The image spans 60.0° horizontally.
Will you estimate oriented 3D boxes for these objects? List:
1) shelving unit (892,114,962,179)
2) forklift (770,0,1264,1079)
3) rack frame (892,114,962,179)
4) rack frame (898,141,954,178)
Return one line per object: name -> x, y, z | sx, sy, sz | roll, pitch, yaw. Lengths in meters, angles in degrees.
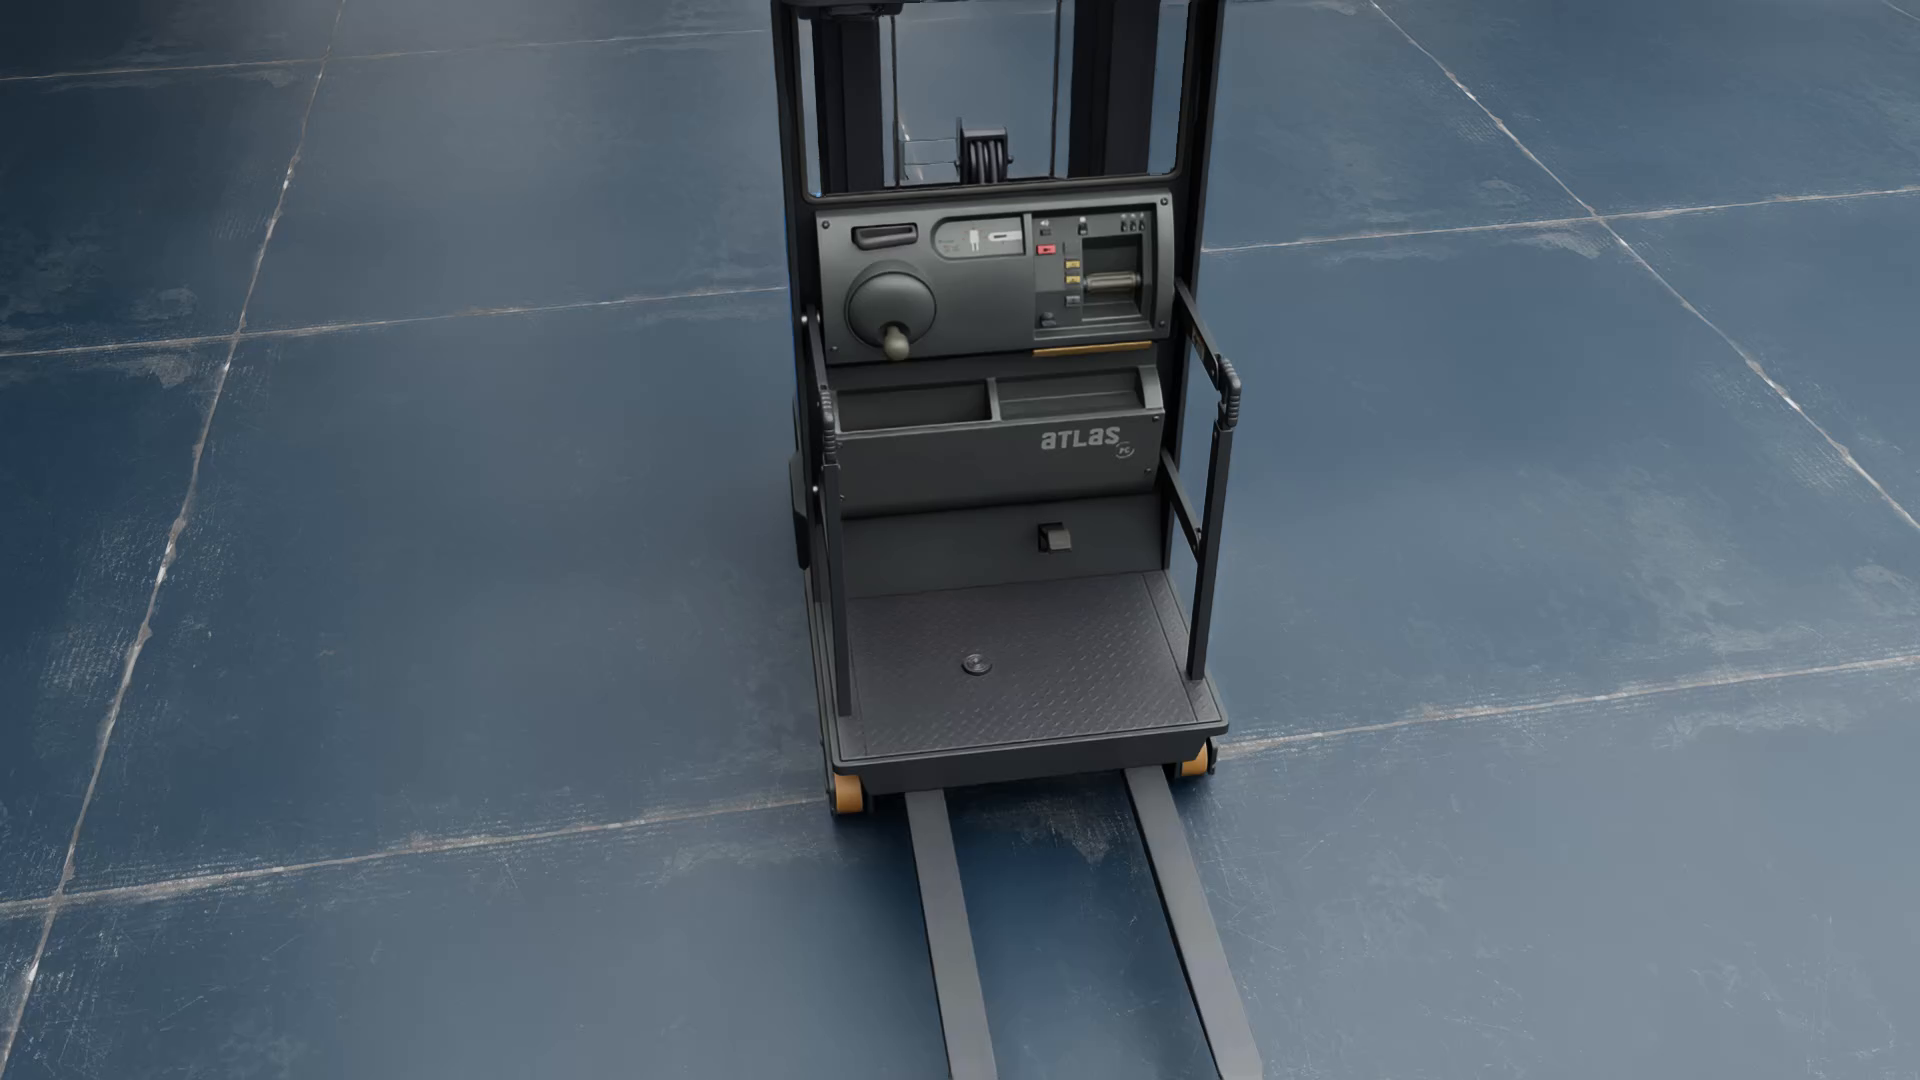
shelving unit -> -0.099, -0.908, 5.941 | 0.258, 1.200, 0.189 | -5, 38, -7
forklift -> 0.132, -0.613, 4.150 | 1.130, 2.935, 3.031 | -5, 38, -7
rack frame -> -0.113, -0.964, 6.013 | 0.240, 1.200, 0.006 | -5, 38, -7
rack frame -> -0.086, -0.853, 5.870 | 0.240, 1.200, 0.006 | -5, 38, -7
